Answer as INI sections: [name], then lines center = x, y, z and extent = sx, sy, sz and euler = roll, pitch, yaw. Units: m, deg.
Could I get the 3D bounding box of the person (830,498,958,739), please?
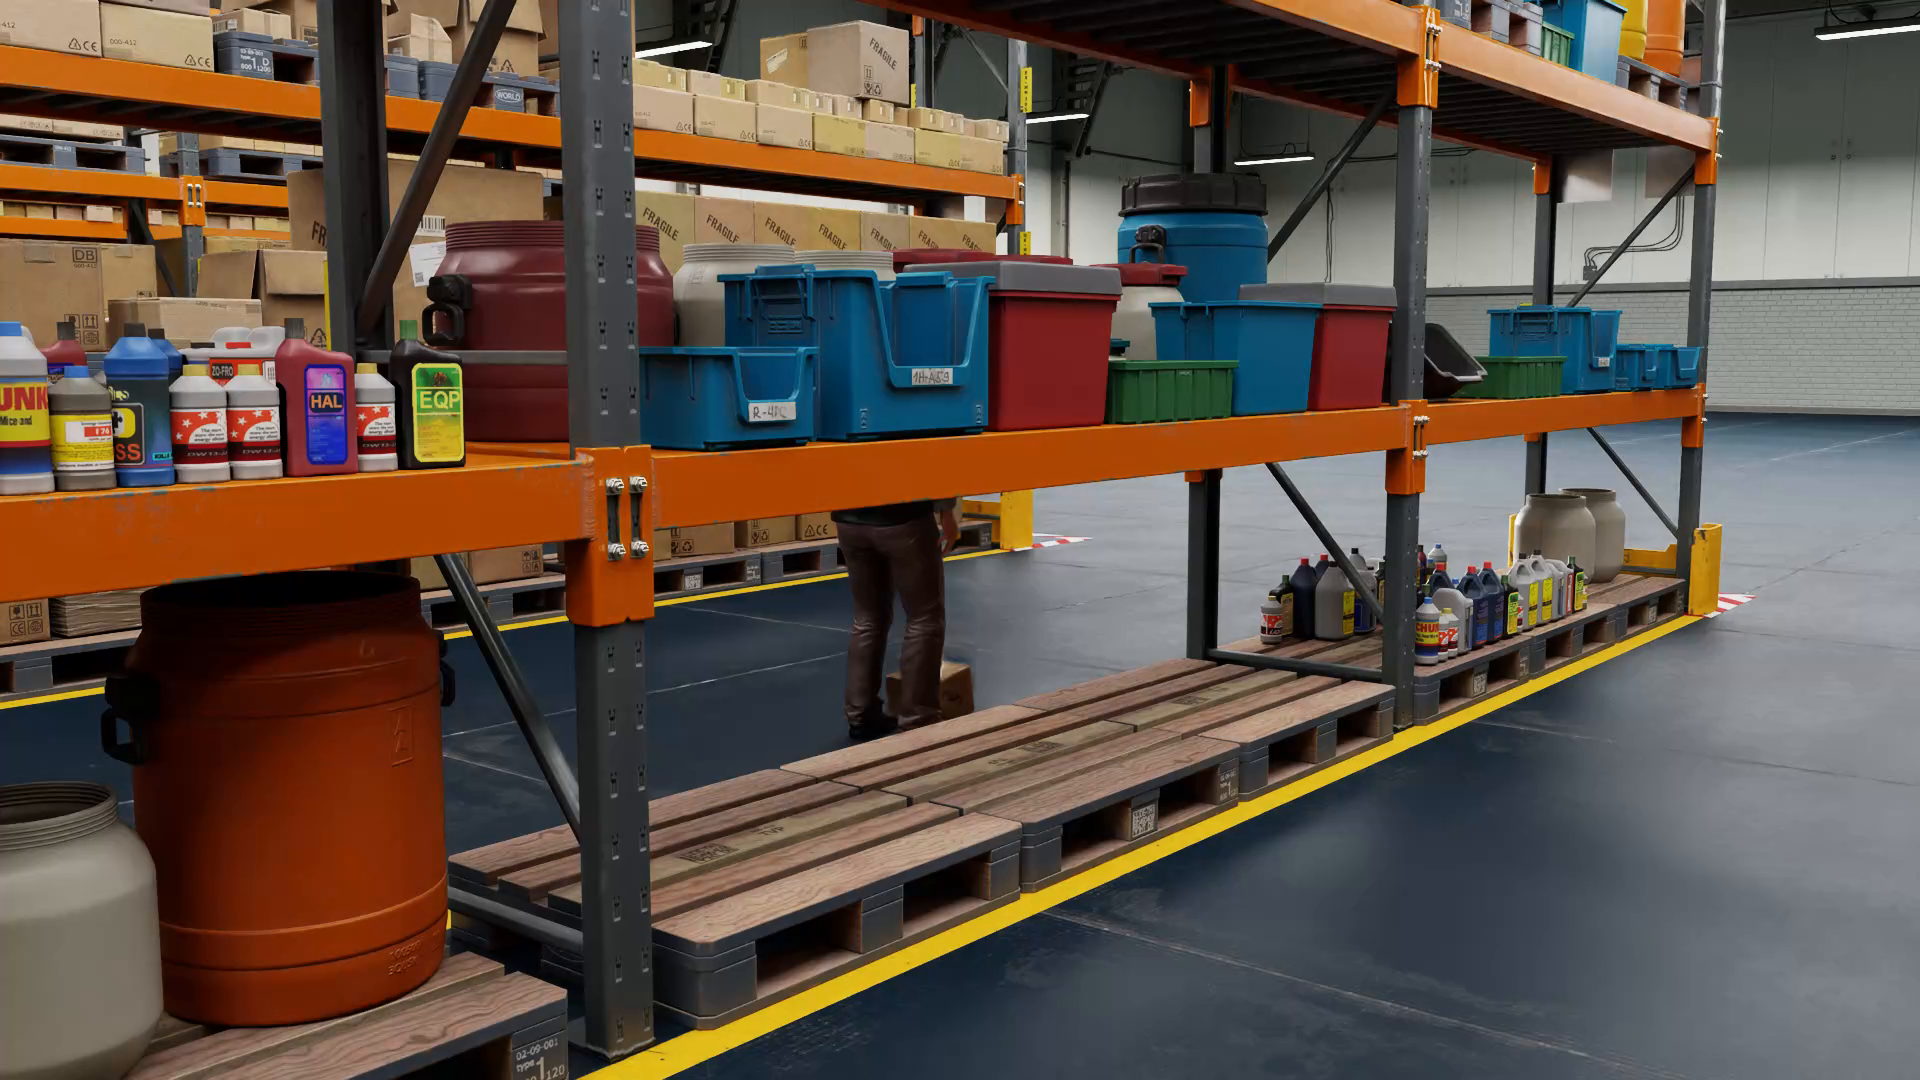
[person]
center = -0.280, -0.073, 6.456
extent = 0.570, 1.721, 0.418
euler = 5, 8, 36
